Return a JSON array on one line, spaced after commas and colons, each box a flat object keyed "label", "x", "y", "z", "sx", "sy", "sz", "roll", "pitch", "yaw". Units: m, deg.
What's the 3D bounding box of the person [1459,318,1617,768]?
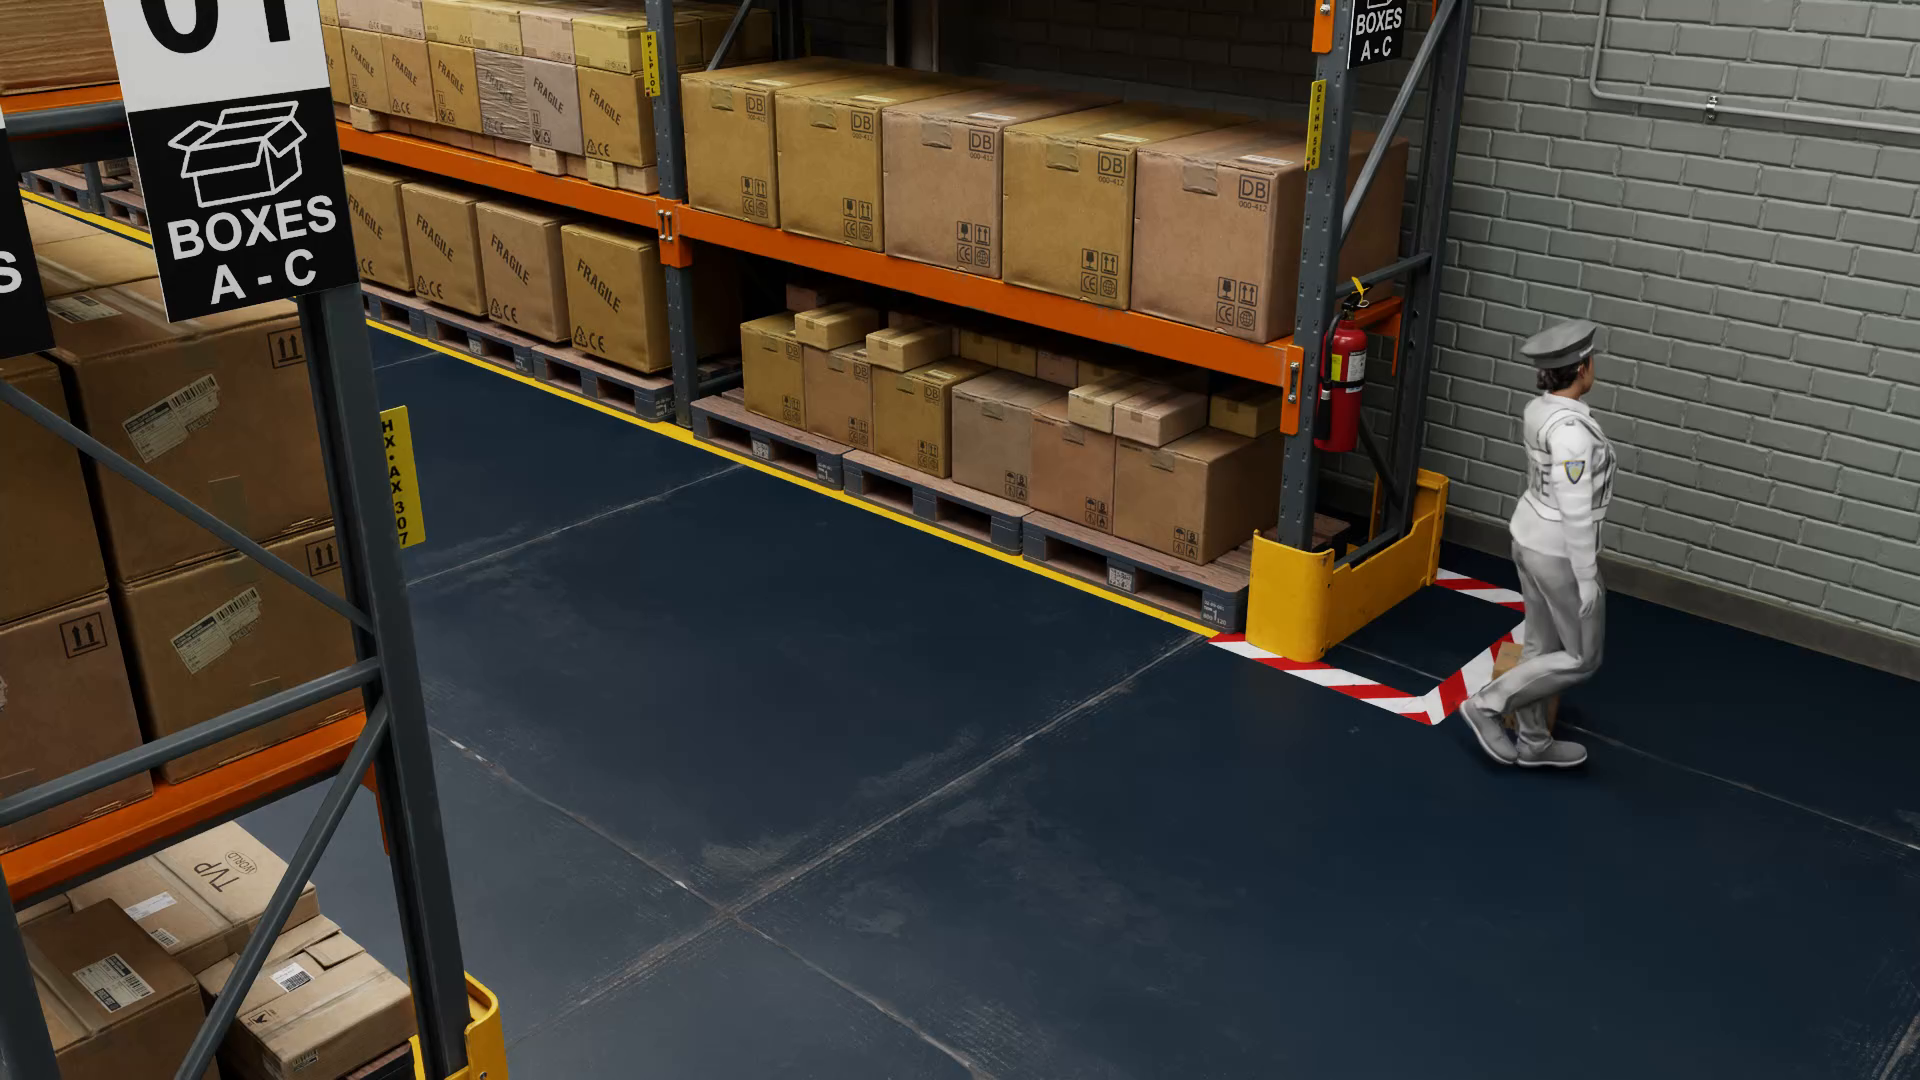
[{"label": "person", "x": 2.103, "y": 0.048, "z": 5.955, "sx": 0.504, "sy": 1.668, "sz": 0.542, "roll": 1, "pitch": 24, "yaw": 2}]
